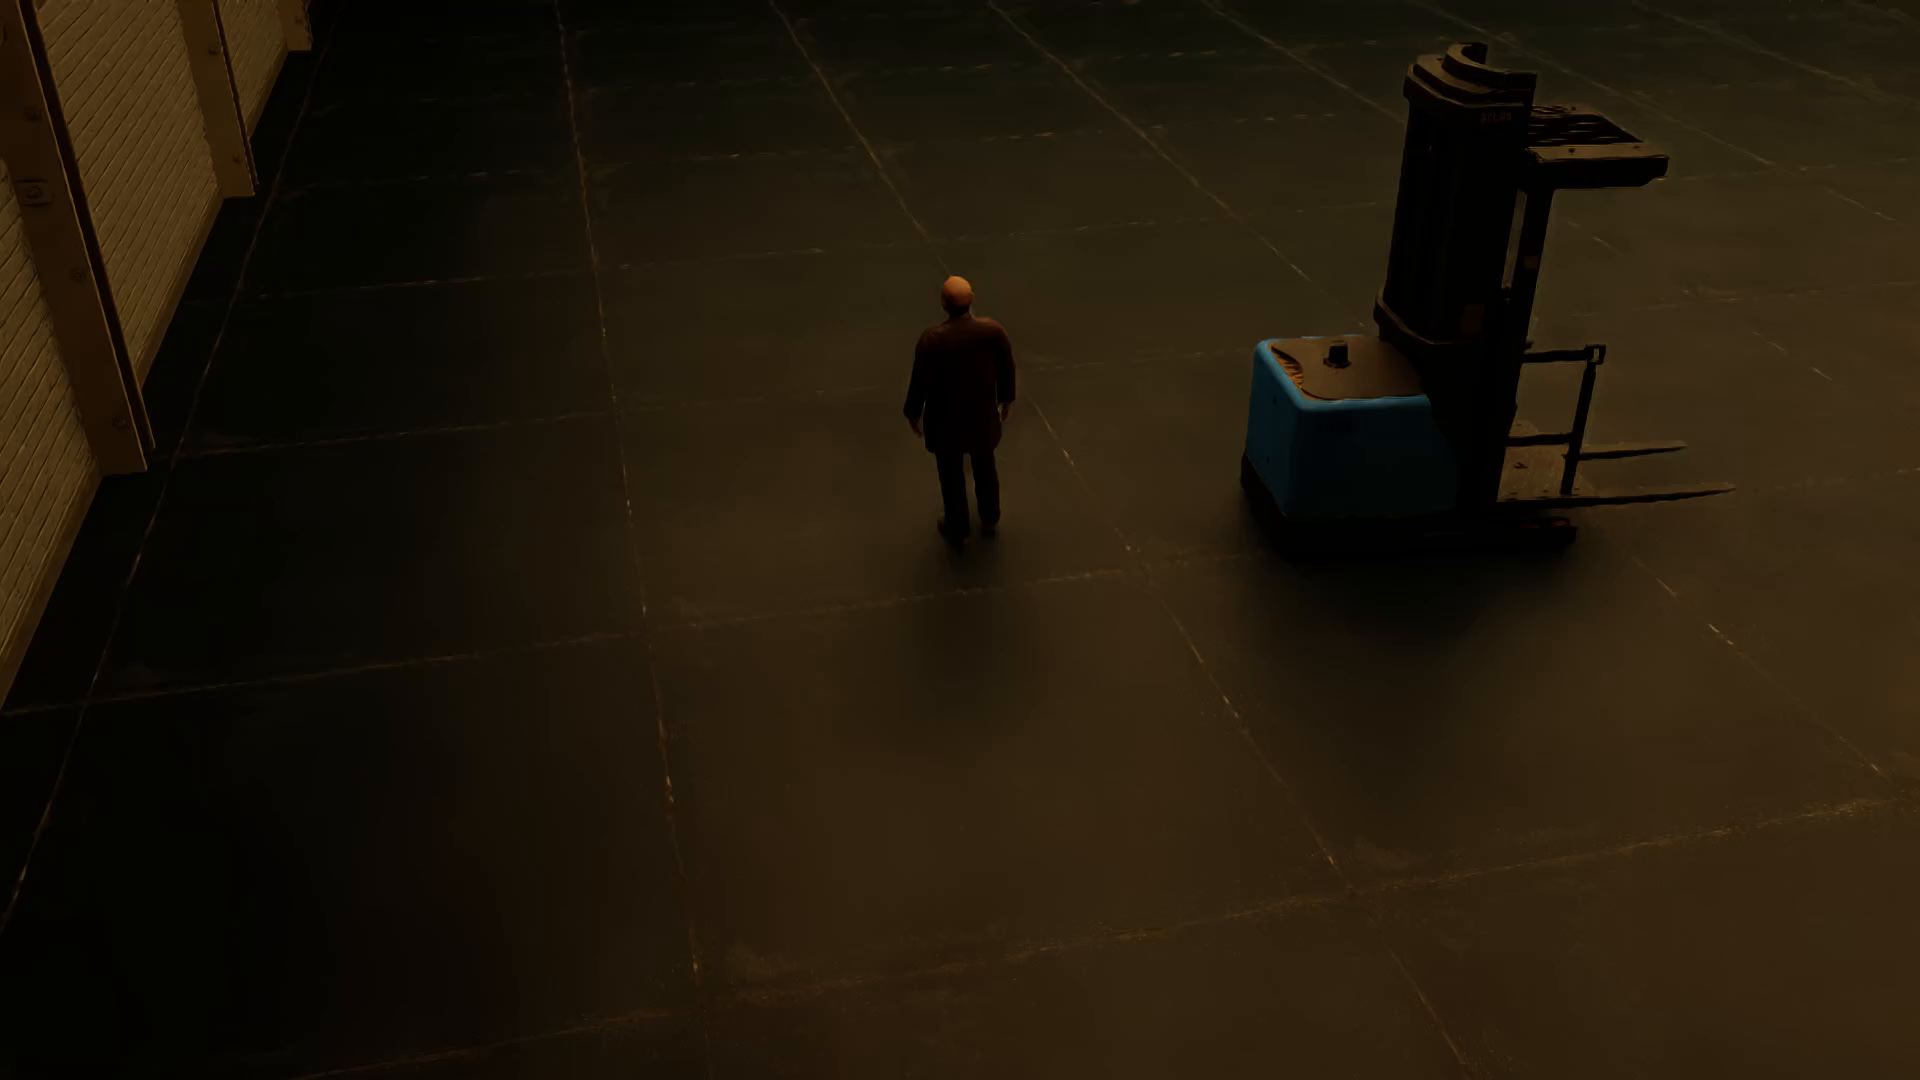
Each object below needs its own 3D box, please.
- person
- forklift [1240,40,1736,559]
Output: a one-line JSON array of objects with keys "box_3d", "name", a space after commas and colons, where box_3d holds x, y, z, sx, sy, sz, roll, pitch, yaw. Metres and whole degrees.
[{"box_3d": [-0.017, -0.820, 10.129, 0.694, 1.776, 0.580, -7, 31, -12], "name": "person"}, {"box_3d": [3.414, -1.472, 10.117, 3.031, 2.935, 1.130, -4, 30, -6], "name": "forklift"}]
